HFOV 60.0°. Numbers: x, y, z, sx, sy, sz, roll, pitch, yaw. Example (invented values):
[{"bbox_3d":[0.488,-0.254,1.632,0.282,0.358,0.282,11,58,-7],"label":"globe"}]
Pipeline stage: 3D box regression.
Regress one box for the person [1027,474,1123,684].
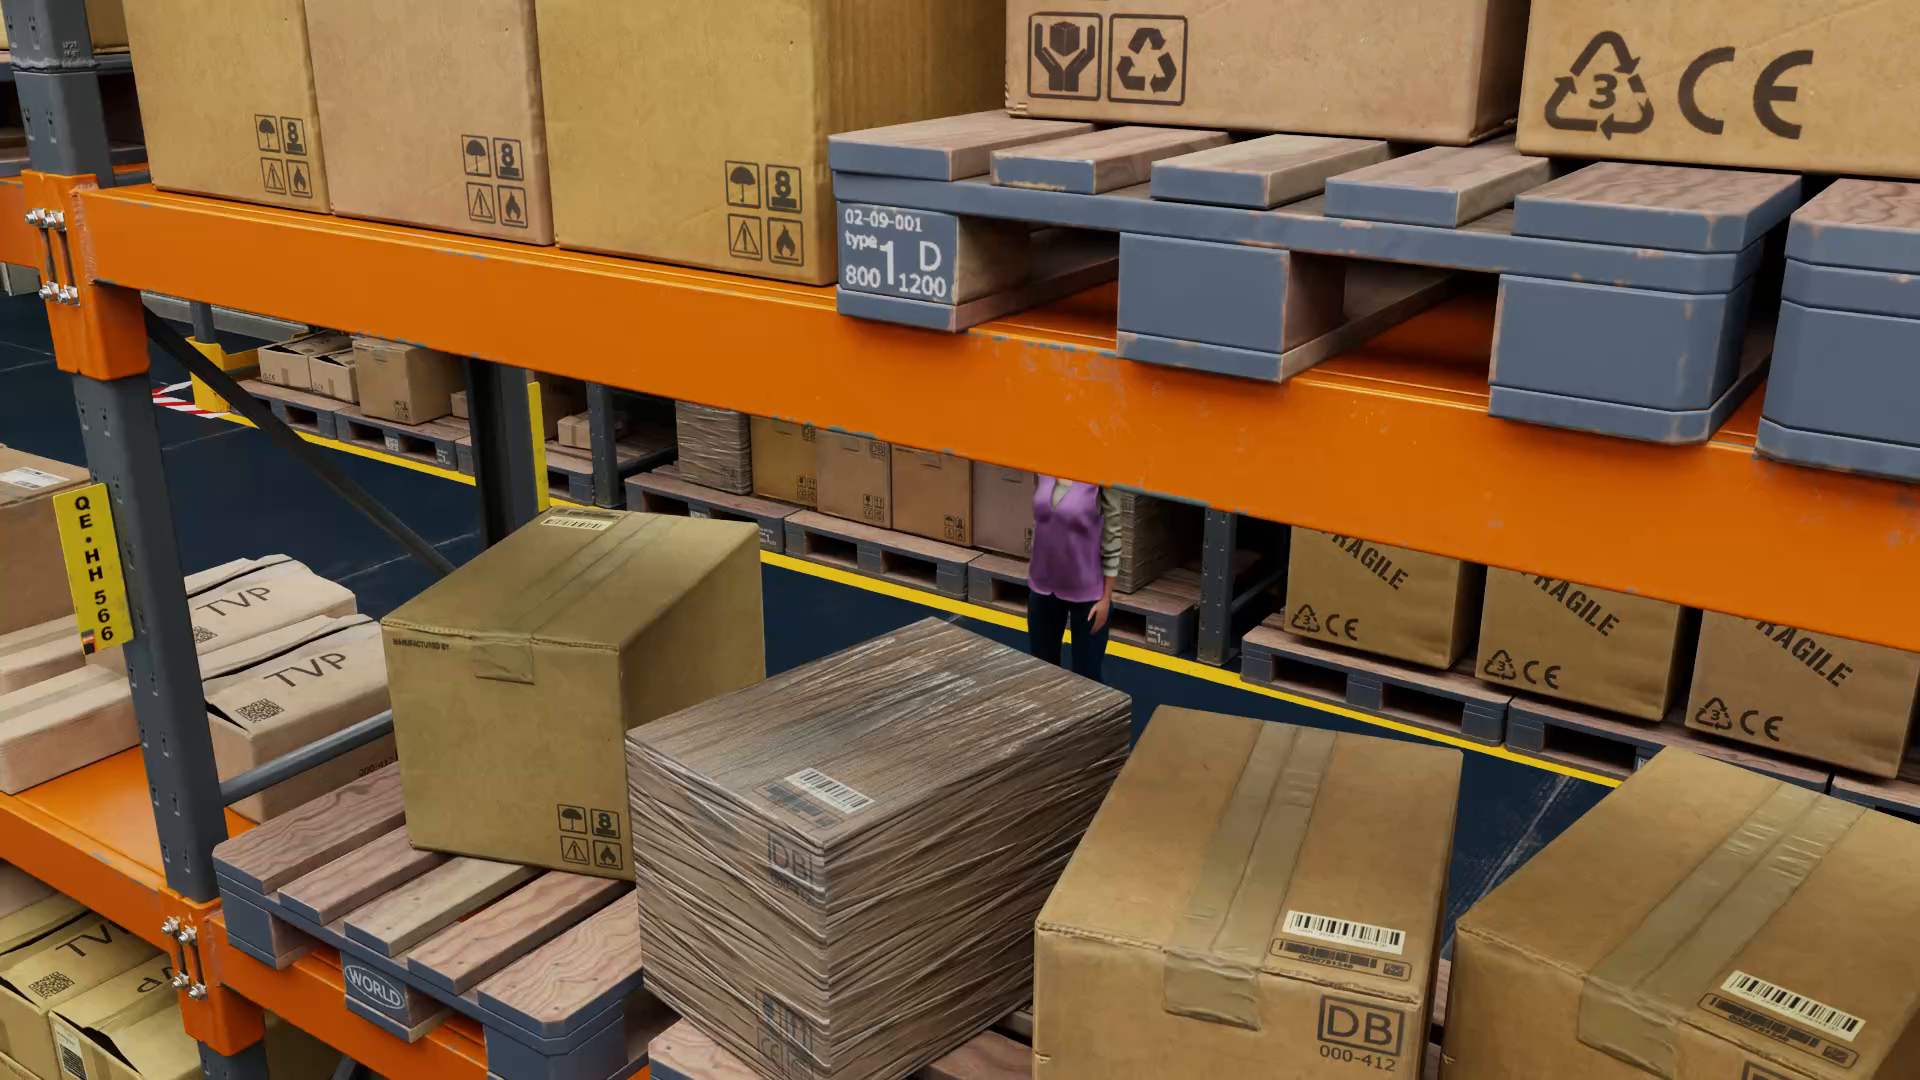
[{"bbox_3d":[0.453,0.208,6.532,0.407,1.594,0.301,14,24,33],"label":"person"}]
